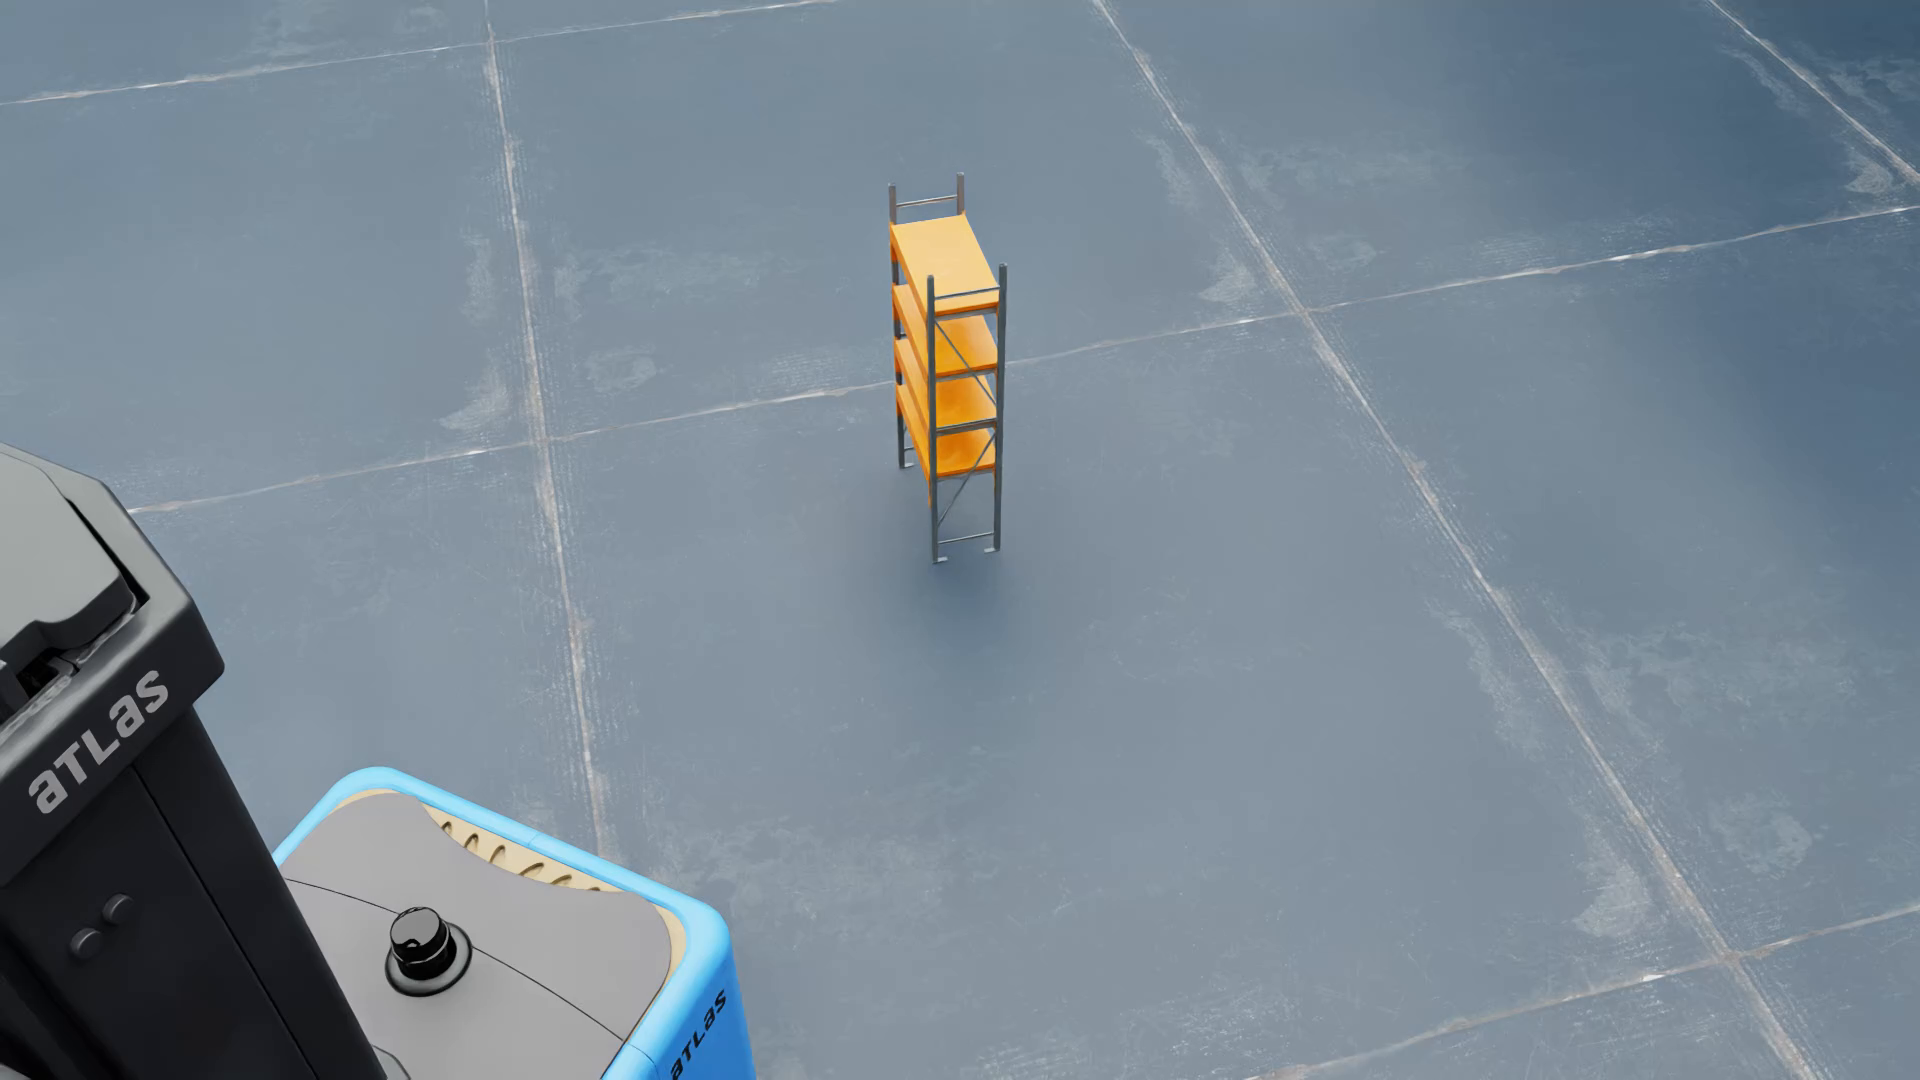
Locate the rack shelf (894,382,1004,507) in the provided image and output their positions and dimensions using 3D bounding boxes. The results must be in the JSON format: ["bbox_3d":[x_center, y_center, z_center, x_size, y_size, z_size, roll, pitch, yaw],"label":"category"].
[{"bbox_3d":[-0.042,-0.348,5.623,0.258,0.148,0.480,-11,47,-10],"label":"rack shelf"}]

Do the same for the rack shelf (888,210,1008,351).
[{"bbox_3d":[-0.042,-0.809,5.153,0.258,0.148,0.480,-11,47,-10],"label":"rack shelf"}]

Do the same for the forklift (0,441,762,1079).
[{"bbox_3d":[-1.554,1.317,2.407,1.130,2.935,3.031,19,48,17],"label":"forklift"}]

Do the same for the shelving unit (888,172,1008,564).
[{"bbox_3d":[-0.042,-0.534,5.433,0.258,1.200,0.503,-11,47,-10],"label":"shelving unit"}]

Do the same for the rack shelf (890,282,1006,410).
[{"bbox_3d":[-0.042,-0.644,5.322,0.258,0.148,0.480,-11,47,-10],"label":"rack shelf"}]

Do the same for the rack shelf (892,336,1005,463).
[{"bbox_3d":[-0.042,-0.487,5.482,0.258,0.148,0.480,-11,47,-10],"label":"rack shelf"}]

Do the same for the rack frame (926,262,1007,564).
[{"bbox_3d":[0.020,-0.366,5.268,0.240,1.200,0.015,-11,47,-10],"label":"rack frame"}]

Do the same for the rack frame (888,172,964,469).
[{"bbox_3d":[-0.105,-0.703,5.599,0.240,1.200,0.015,-11,47,-10],"label":"rack frame"}]
